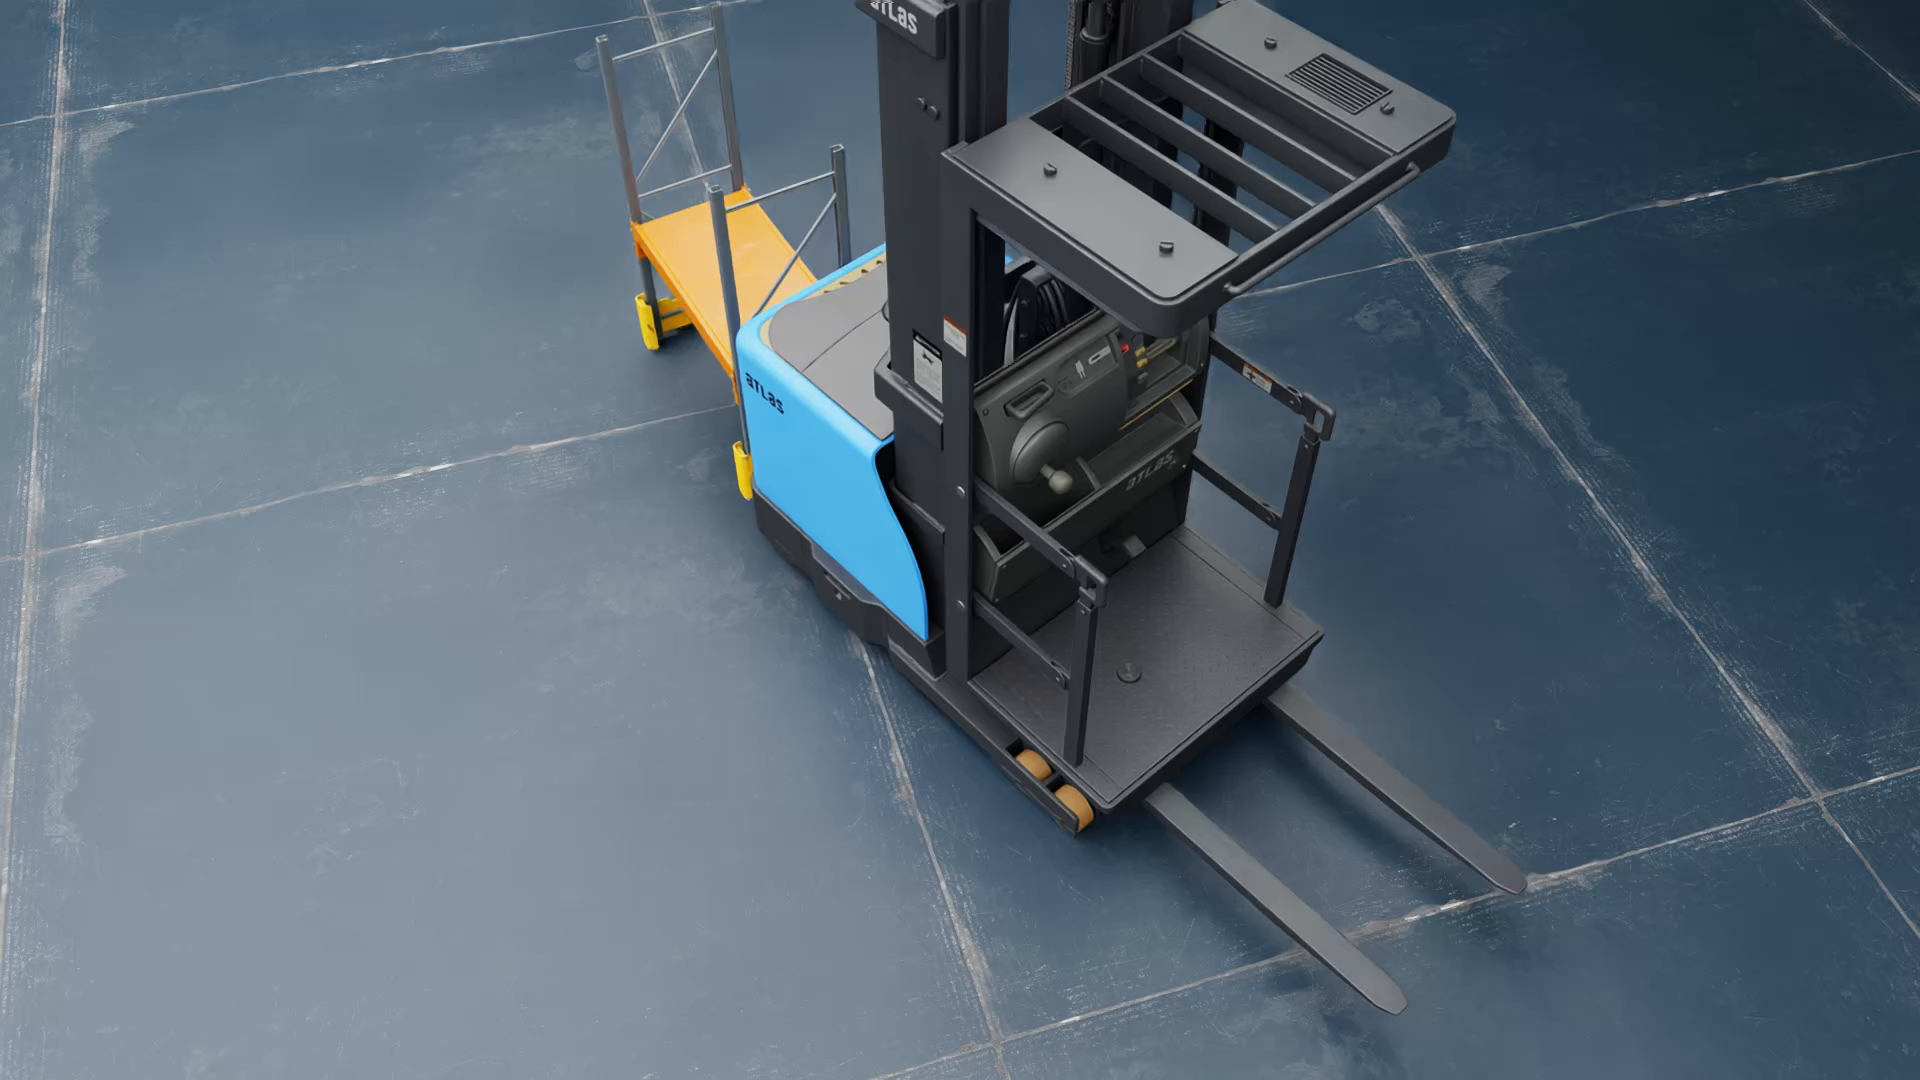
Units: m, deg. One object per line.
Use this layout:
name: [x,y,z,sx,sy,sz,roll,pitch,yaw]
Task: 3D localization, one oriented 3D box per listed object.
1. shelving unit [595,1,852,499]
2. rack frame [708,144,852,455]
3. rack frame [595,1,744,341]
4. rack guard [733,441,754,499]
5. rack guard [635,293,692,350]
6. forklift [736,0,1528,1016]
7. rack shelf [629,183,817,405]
shelving unit: [-0.868,-1.111,6.495,0.587,1.500,1.083,-23,54,-19]
rack frame: [-0.622,-0.779,6.215,0.500,1.500,0.032,-23,54,-19]
rack frame: [-1.123,-1.455,6.785,0.500,1.500,0.032,-23,54,-19]
rack guard: [-0.622,-0.377,6.694,0.587,0.250,0.087,-23,54,-19]
rack guard: [-1.114,-1.039,7.252,0.587,0.250,0.087,-23,54,-19]
forklift: [0.561,-0.391,4.953,1.130,2.935,3.031,-34,58,-25]
rack shelf: [-0.872,-1.001,6.638,0.538,0.185,1.000,-23,54,-19]
